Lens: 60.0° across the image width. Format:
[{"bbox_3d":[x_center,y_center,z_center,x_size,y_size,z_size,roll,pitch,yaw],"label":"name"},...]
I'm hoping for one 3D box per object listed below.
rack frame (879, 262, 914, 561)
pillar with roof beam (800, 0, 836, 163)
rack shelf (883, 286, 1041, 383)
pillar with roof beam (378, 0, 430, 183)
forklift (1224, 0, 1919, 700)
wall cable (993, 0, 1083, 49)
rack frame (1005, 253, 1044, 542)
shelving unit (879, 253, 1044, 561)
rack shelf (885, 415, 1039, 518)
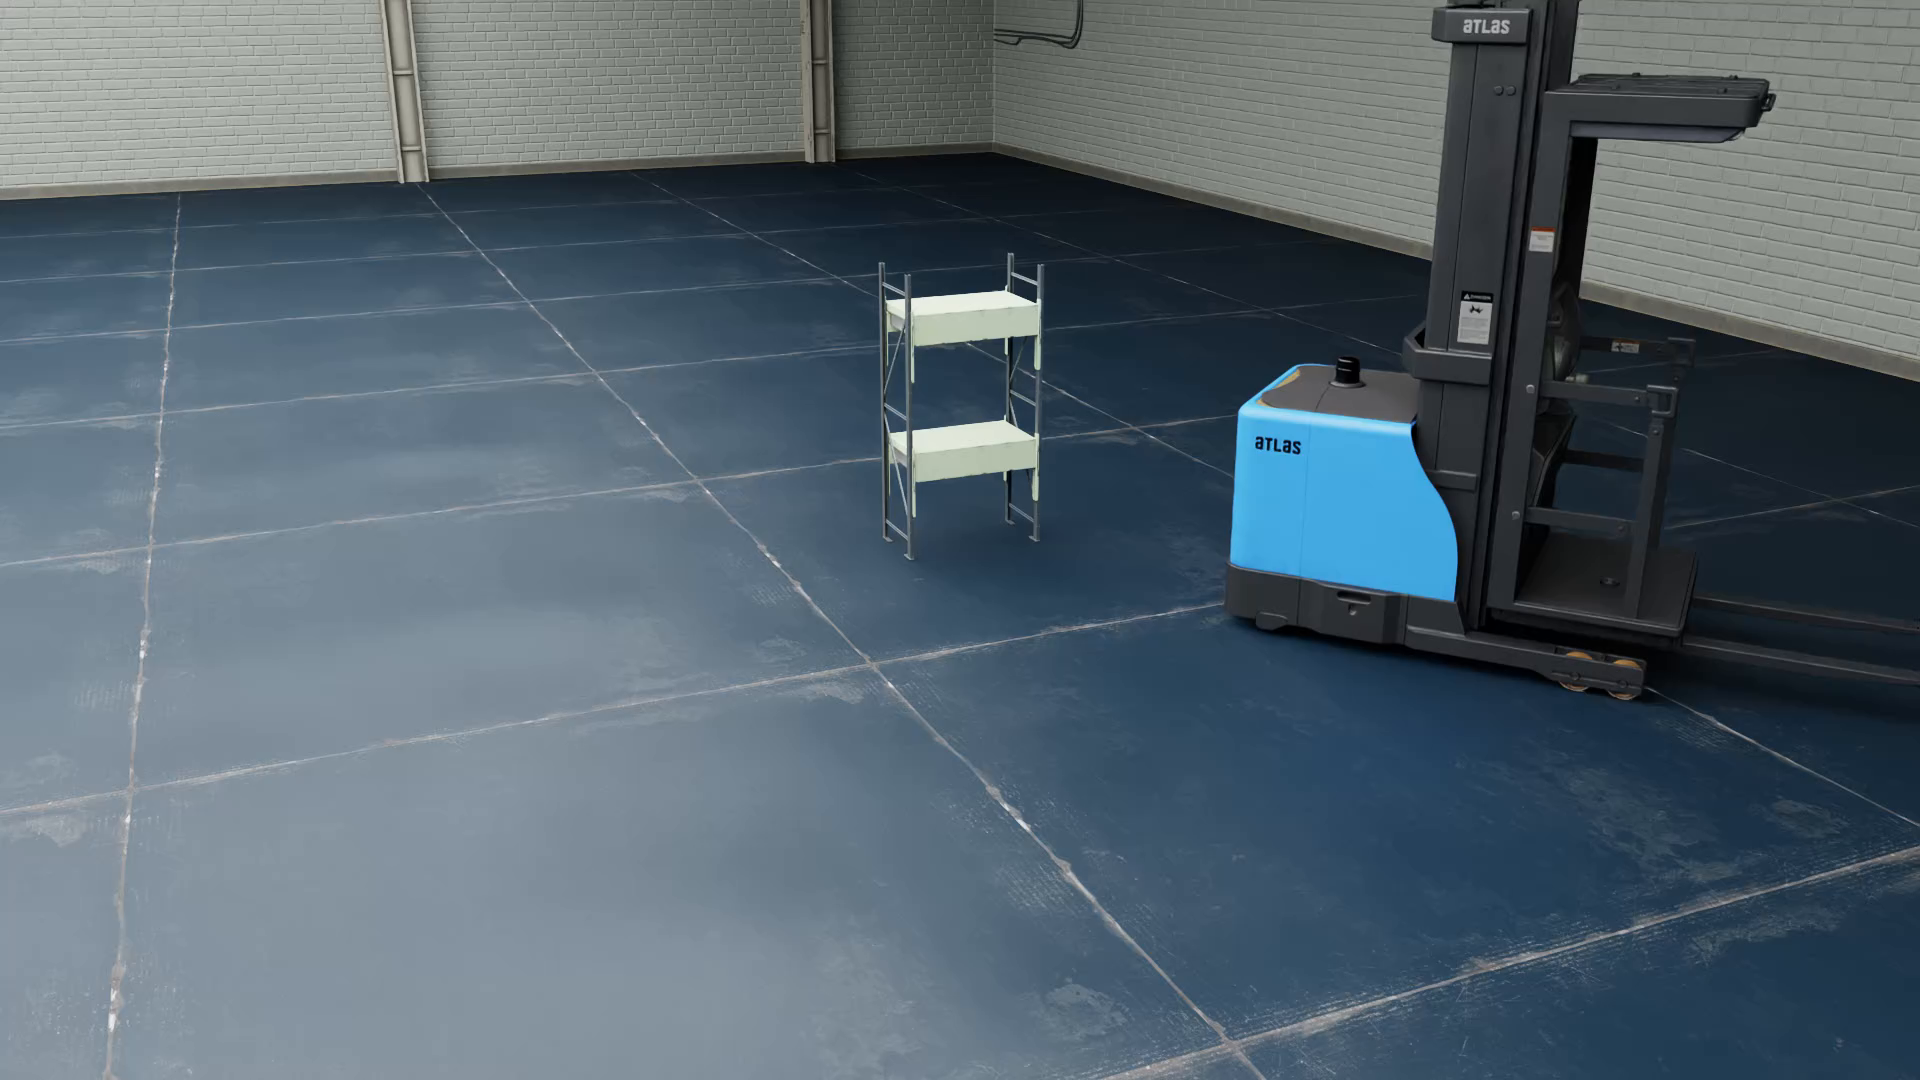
[{"bbox_3d":[-0.330,-0.660,8.639,0.023,1.500,0.400,-8,21,-22],"label":"rack frame"},{"bbox_3d":[-0.442,-8.752,20.328,0.400,9.000,9.100,-8,21,-22],"label":"pillar with roof beam"},{"bbox_3d":[0.006,-1.076,8.646,0.720,0.370,0.431,-8,21,-22],"label":"rack shelf"},{"bbox_3d":[-5.951,-7.962,18.086,0.400,9.000,9.100,-8,21,-22],"label":"pillar with roof beam"},{"bbox_3d":[2.806,-0.903,7.174,3.031,2.935,1.130,9,21,25],"label":"forklift"},{"bbox_3d":[1.082,-8.584,24.528,0.112,2.526,3.097,-8,21,-22],"label":"wall cable"},{"bbox_3d":[0.342,-0.756,8.912,0.023,1.500,0.400,-8,21,-22],"label":"rack frame"},{"bbox_3d":[0.006,-0.708,8.775,0.755,1.500,0.431,-8,21,-22],"label":"shelving unit"},{"bbox_3d":[0.006,-0.401,8.884,0.720,0.370,0.431,-8,21,-22],"label":"rack shelf"}]
